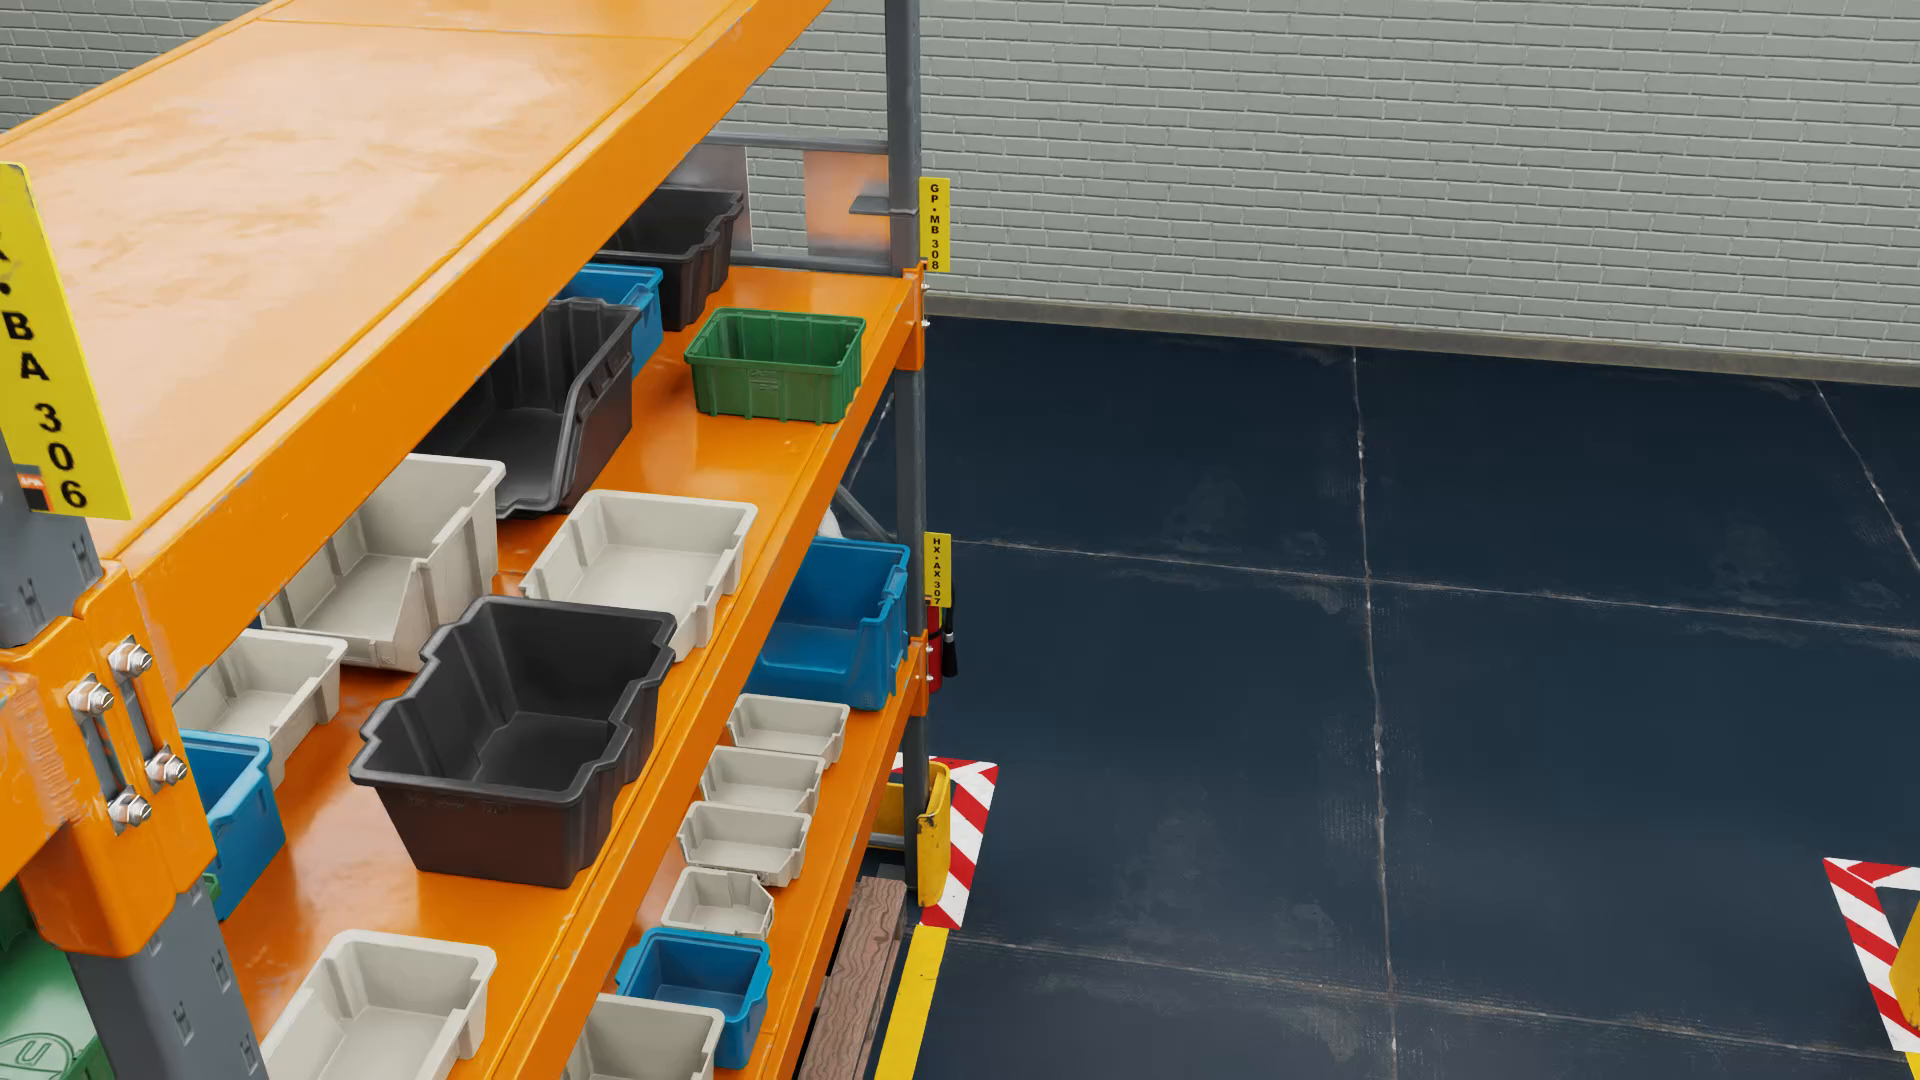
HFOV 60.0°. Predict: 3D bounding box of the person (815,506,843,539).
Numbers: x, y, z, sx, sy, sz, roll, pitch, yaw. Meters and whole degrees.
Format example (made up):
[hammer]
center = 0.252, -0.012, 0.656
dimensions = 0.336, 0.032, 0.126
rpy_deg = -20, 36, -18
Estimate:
[person]
center = -0.896, -0.505, 8.546
dimensions = 0.520, 1.760, 0.557
rpy_deg = 23, 39, 31
